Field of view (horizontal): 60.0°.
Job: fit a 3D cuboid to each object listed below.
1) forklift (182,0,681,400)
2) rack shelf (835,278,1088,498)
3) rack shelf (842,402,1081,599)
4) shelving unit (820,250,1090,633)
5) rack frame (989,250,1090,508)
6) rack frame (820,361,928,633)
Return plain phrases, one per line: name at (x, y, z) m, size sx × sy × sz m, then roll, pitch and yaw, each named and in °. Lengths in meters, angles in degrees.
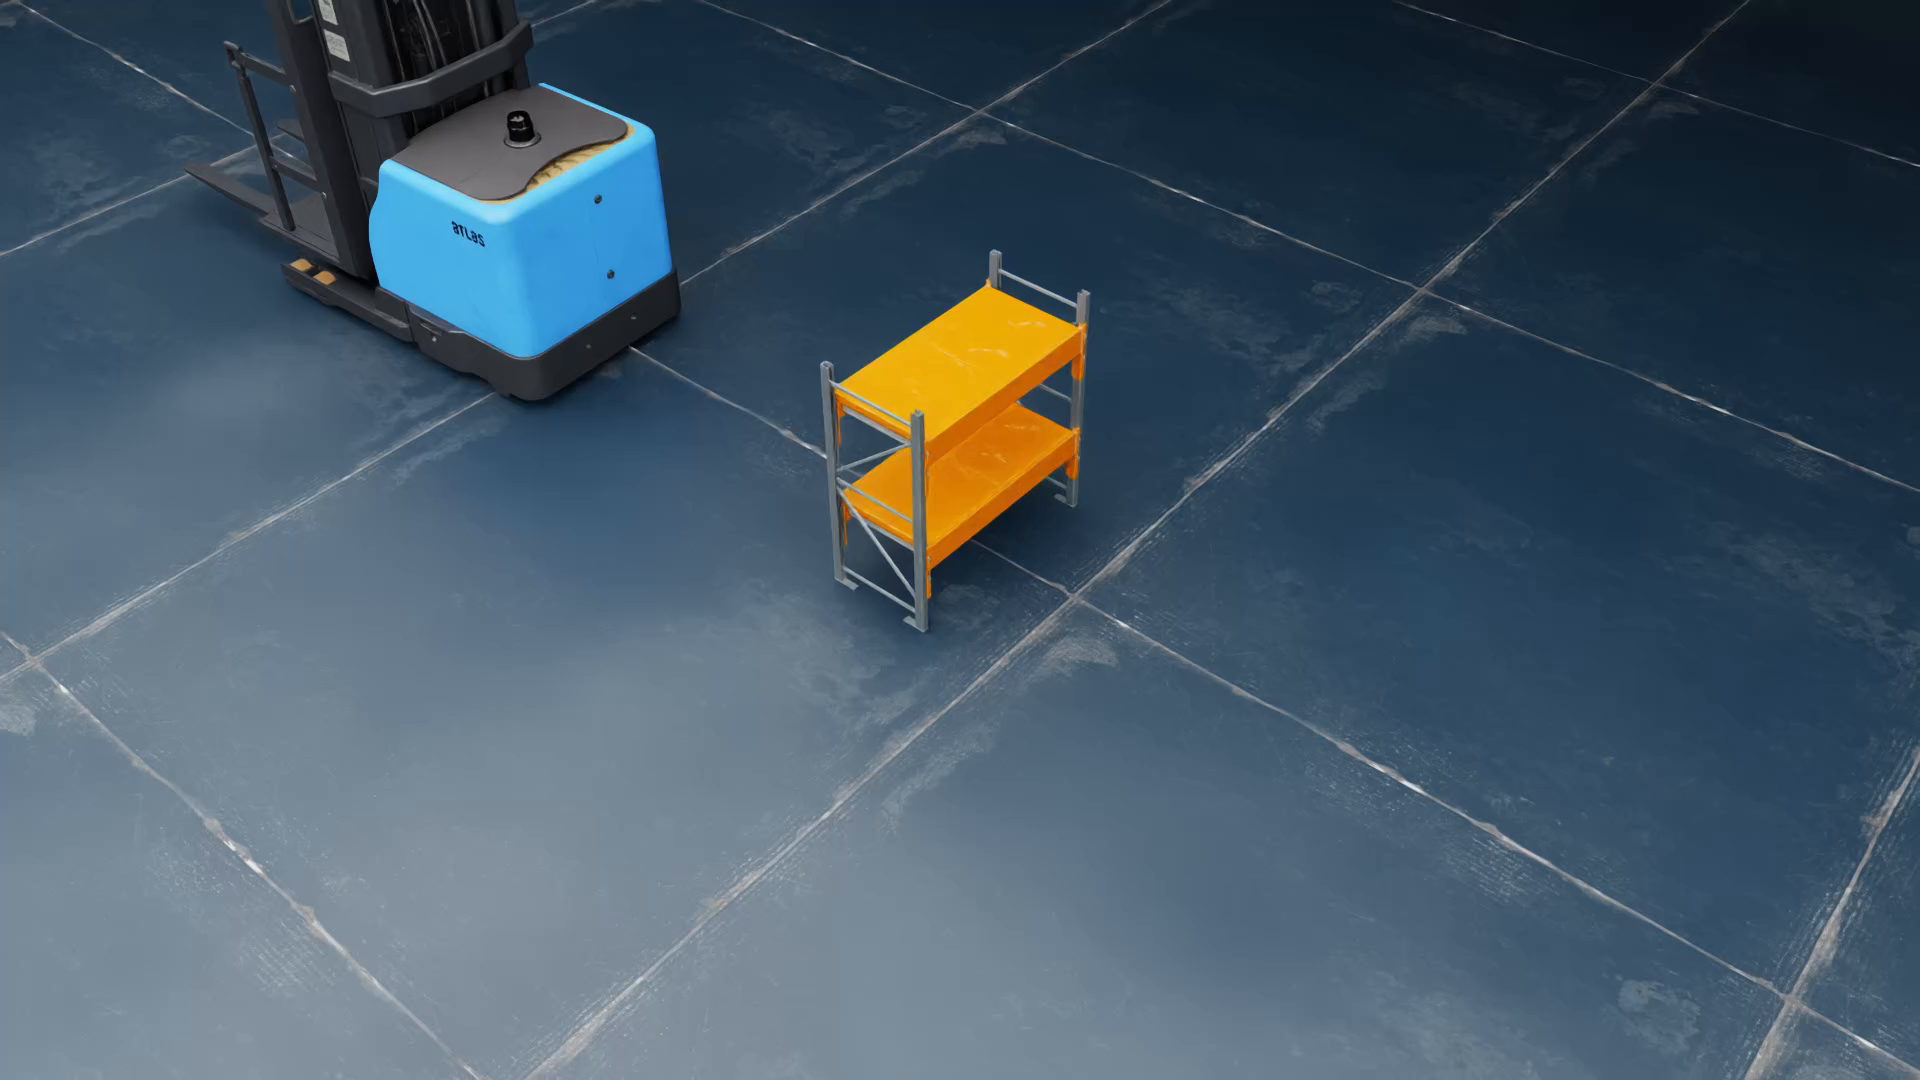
forklift at (-2.896, -2.557, 7.884) m, size 3.031 × 2.935 × 1.130 m, roll 27°, pitch 49°, yaw 26°
rack shelf at (-0.004, -0.629, 6.671) m, size 0.538 × 0.278 × 1.000 m, roll 29°, pitch 50°, yaw 28°
rack shelf at (-0.004, -0.232, 7.032) m, size 0.538 × 0.278 × 1.000 m, roll 29°, pitch 50°, yaw 28°
shelving unit at (-0.004, -0.413, 6.868) m, size 0.538 × 1.125 × 1.048 m, roll 29°, pitch 50°, yaw 28°
rack frame at (0.323, -0.674, 7.156) m, size 0.500 × 1.125 × 0.032 m, roll 29°, pitch 50°, yaw 28°
rack frame at (-0.332, -0.151, 6.580) m, size 0.500 × 1.125 × 0.032 m, roll 29°, pitch 50°, yaw 28°
